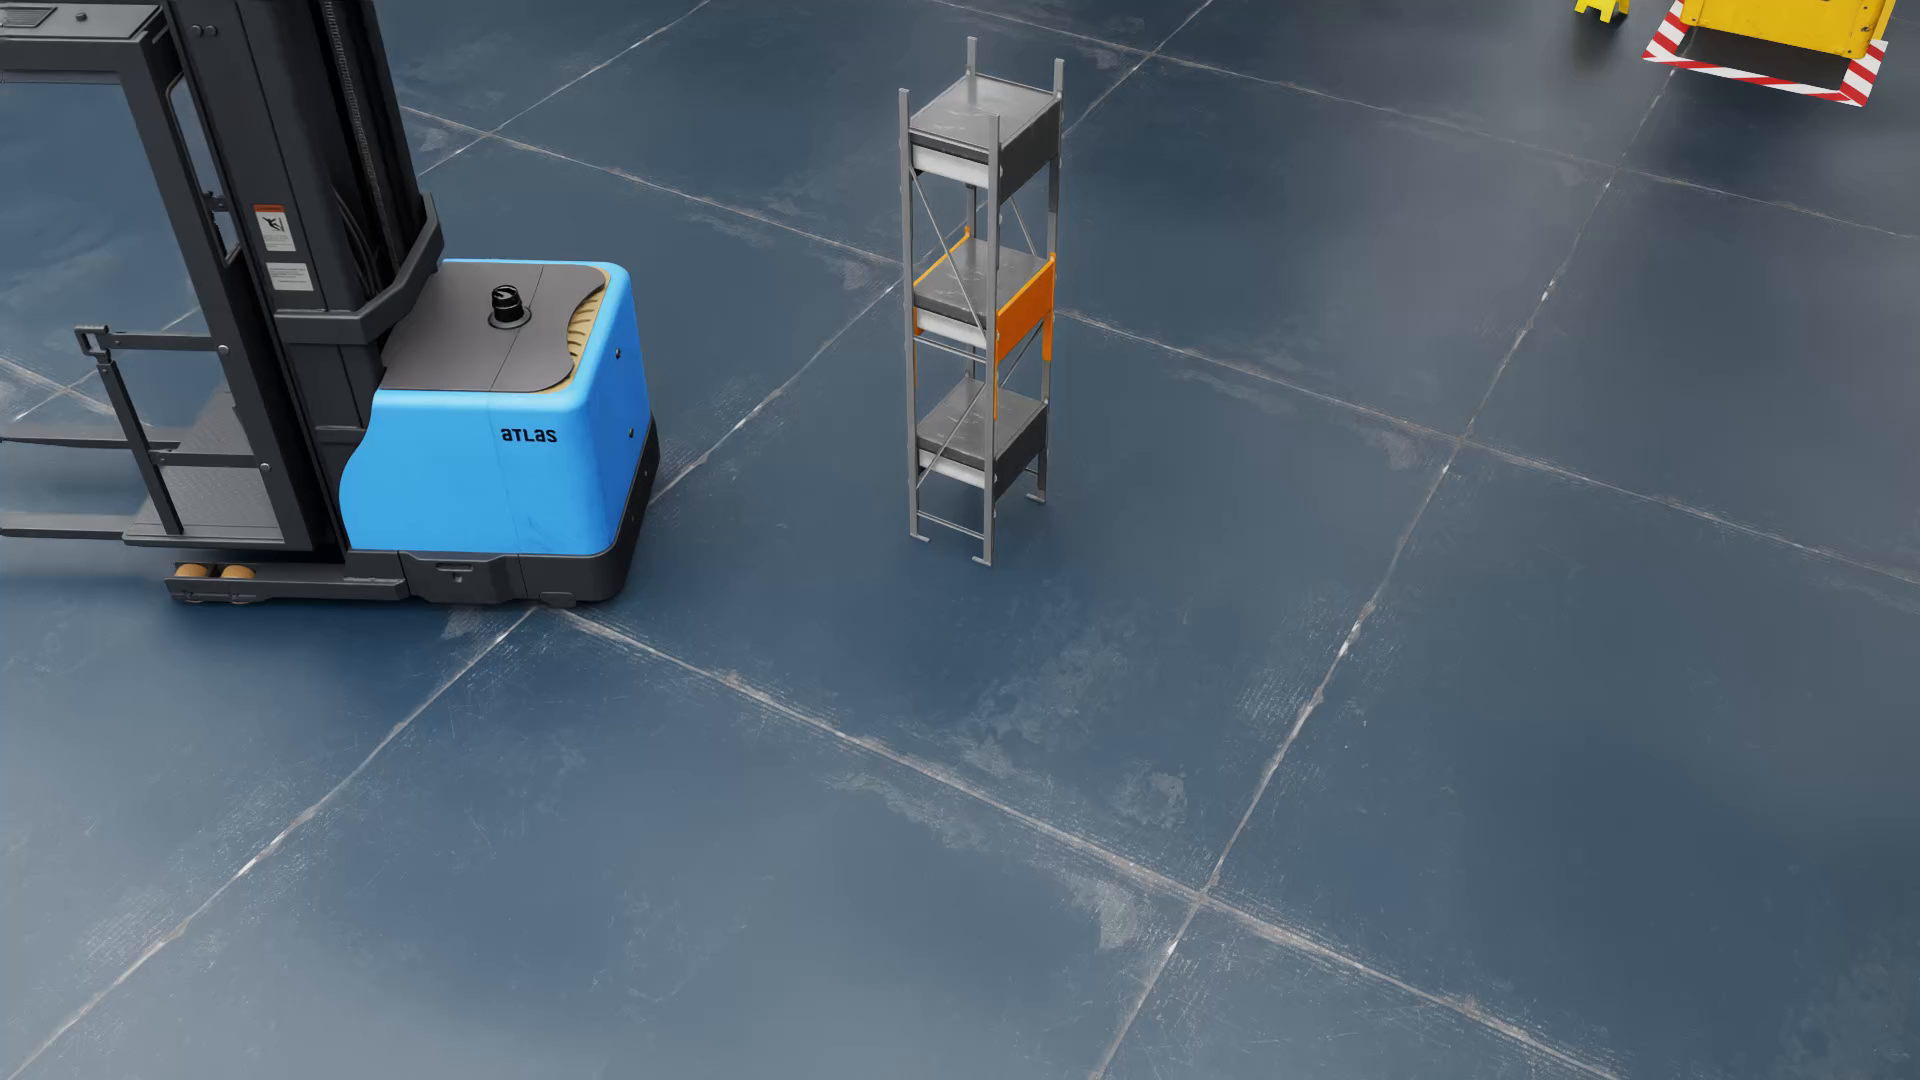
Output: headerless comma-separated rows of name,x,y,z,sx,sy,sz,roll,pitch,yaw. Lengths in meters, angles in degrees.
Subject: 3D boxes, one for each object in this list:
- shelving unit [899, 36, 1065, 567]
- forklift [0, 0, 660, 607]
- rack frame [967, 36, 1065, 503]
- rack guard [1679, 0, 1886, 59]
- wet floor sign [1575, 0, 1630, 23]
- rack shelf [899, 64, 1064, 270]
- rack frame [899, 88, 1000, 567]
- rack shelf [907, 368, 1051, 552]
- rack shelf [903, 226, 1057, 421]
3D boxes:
shelving unit,0.083,-0.883,6.664,0.431,2.100,0.503,21,45,22
forklift,-2.895,-1.181,6.373,3.031,2.935,1.130,2,41,2
rack frame,0.205,-1.022,6.822,0.400,2.100,0.015,21,45,22
rack guard,5.430,-3.584,10.941,1.175,0.500,0.348,21,45,22
wet floor sign,4.370,-3.840,11.122,0.232,0.644,0.267,-29,49,-29
rack shelf,0.083,-1.398,6.210,0.431,0.518,0.480,21,45,22
rack frame,-0.039,-0.743,6.505,0.400,2.100,0.015,21,45,22
rack shelf,0.083,-0.347,7.135,0.431,0.518,0.480,21,45,22
rack shelf,0.083,-0.872,6.673,0.431,0.518,0.480,21,45,22
